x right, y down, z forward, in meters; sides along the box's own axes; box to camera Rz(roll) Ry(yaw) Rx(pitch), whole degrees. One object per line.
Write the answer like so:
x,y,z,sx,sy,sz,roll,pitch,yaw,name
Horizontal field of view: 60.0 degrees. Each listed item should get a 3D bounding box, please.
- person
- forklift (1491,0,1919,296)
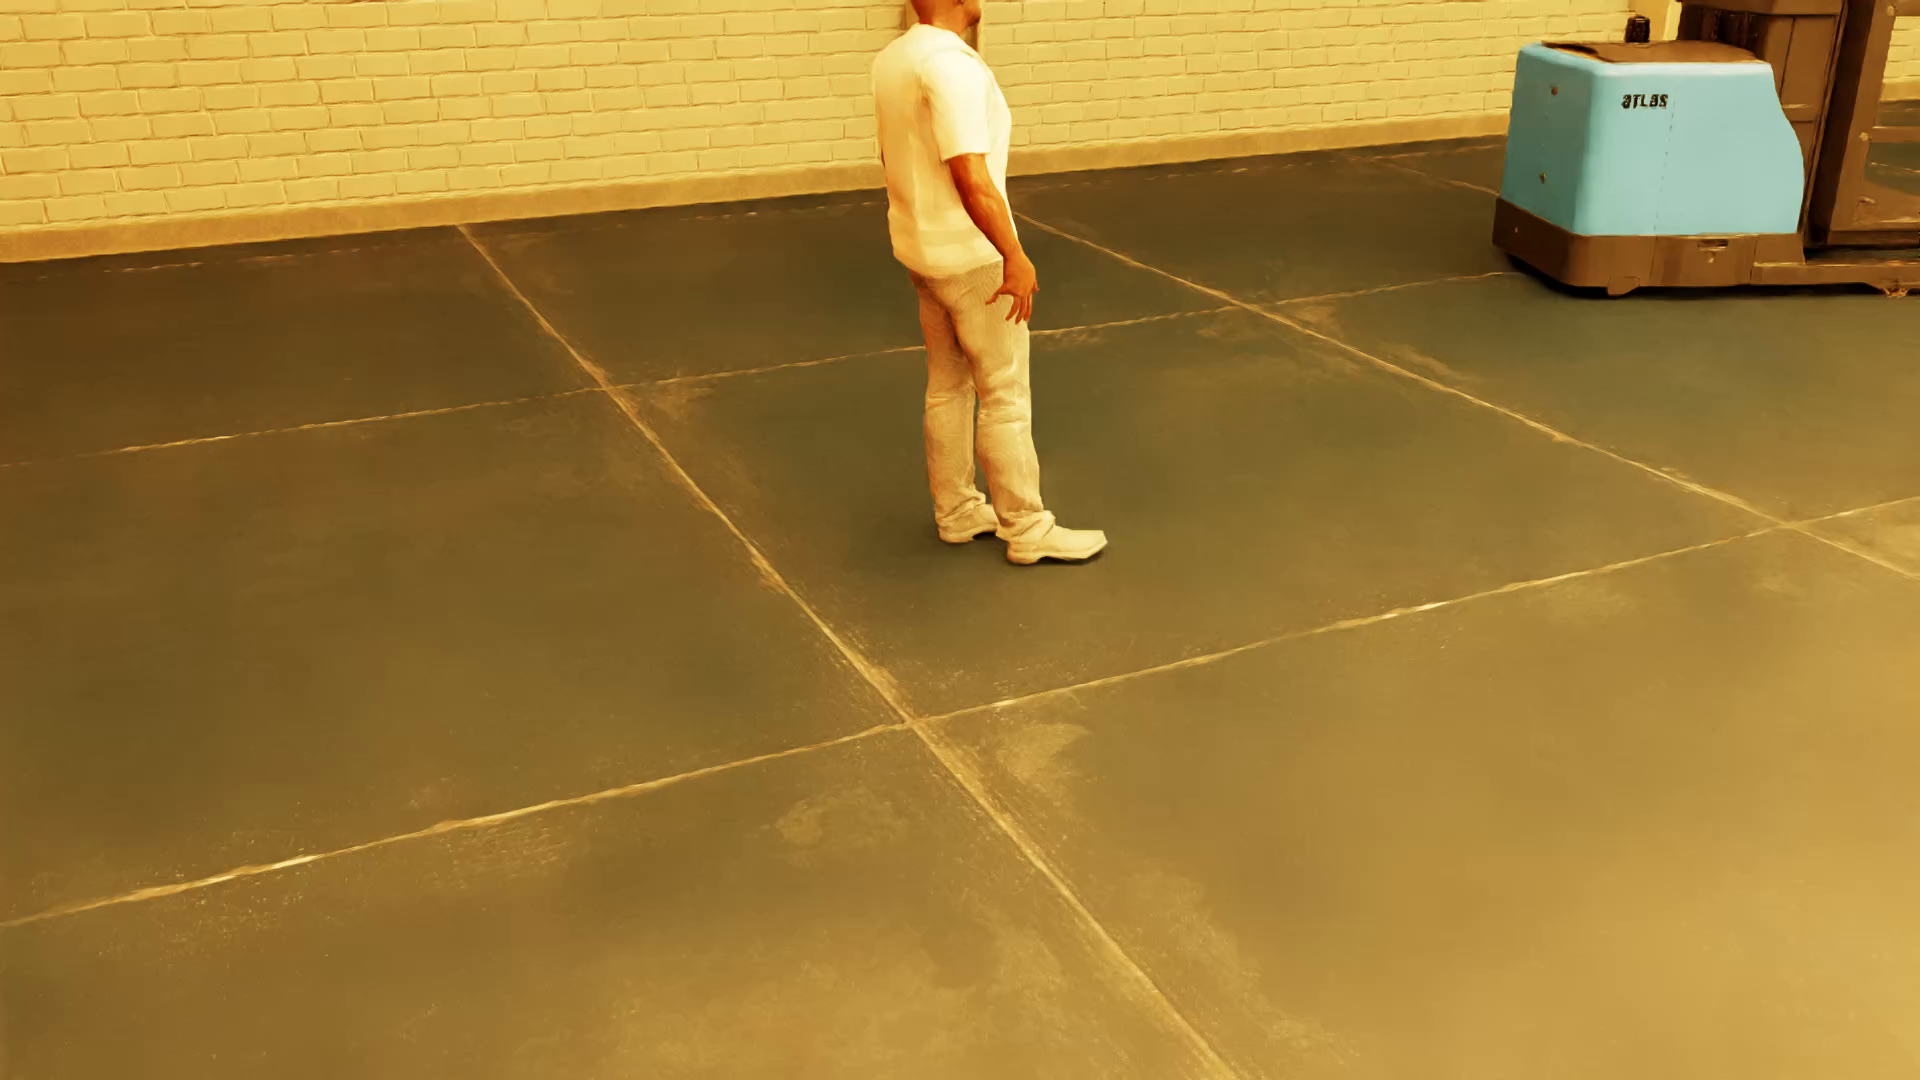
0.065,-0.831,4.788,0.576,1.766,0.665,-10,25,-23,person
4.306,-2.715,7.822,3.031,2.935,1.130,-2,23,-5,forklift
